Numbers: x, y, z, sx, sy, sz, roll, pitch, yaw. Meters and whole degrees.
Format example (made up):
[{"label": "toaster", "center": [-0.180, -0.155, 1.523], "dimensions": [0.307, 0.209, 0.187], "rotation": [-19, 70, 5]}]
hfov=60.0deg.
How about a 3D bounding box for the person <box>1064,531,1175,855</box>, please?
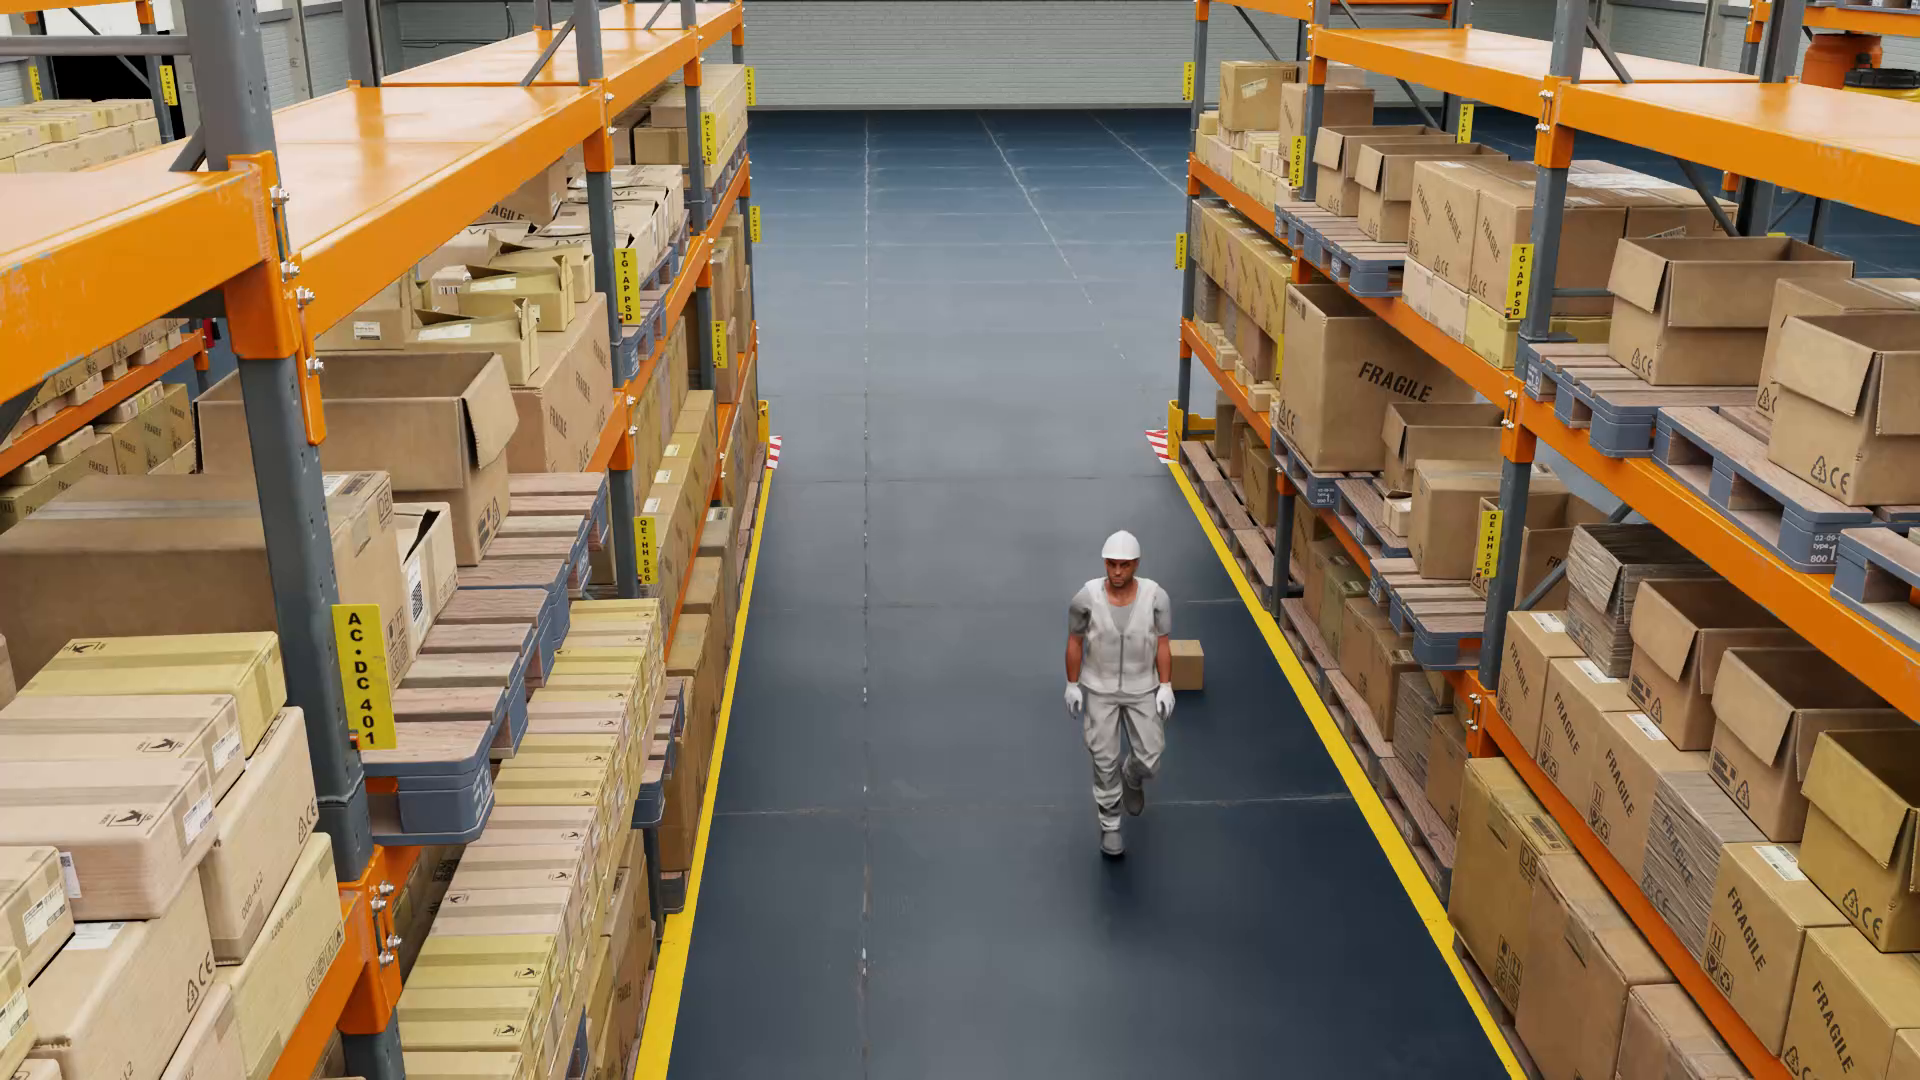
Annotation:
[{"label": "person", "center": [0.848, 0.781, 8.841], "dimensions": [0.588, 1.781, 0.547], "rotation": [1, 20, 3]}]
